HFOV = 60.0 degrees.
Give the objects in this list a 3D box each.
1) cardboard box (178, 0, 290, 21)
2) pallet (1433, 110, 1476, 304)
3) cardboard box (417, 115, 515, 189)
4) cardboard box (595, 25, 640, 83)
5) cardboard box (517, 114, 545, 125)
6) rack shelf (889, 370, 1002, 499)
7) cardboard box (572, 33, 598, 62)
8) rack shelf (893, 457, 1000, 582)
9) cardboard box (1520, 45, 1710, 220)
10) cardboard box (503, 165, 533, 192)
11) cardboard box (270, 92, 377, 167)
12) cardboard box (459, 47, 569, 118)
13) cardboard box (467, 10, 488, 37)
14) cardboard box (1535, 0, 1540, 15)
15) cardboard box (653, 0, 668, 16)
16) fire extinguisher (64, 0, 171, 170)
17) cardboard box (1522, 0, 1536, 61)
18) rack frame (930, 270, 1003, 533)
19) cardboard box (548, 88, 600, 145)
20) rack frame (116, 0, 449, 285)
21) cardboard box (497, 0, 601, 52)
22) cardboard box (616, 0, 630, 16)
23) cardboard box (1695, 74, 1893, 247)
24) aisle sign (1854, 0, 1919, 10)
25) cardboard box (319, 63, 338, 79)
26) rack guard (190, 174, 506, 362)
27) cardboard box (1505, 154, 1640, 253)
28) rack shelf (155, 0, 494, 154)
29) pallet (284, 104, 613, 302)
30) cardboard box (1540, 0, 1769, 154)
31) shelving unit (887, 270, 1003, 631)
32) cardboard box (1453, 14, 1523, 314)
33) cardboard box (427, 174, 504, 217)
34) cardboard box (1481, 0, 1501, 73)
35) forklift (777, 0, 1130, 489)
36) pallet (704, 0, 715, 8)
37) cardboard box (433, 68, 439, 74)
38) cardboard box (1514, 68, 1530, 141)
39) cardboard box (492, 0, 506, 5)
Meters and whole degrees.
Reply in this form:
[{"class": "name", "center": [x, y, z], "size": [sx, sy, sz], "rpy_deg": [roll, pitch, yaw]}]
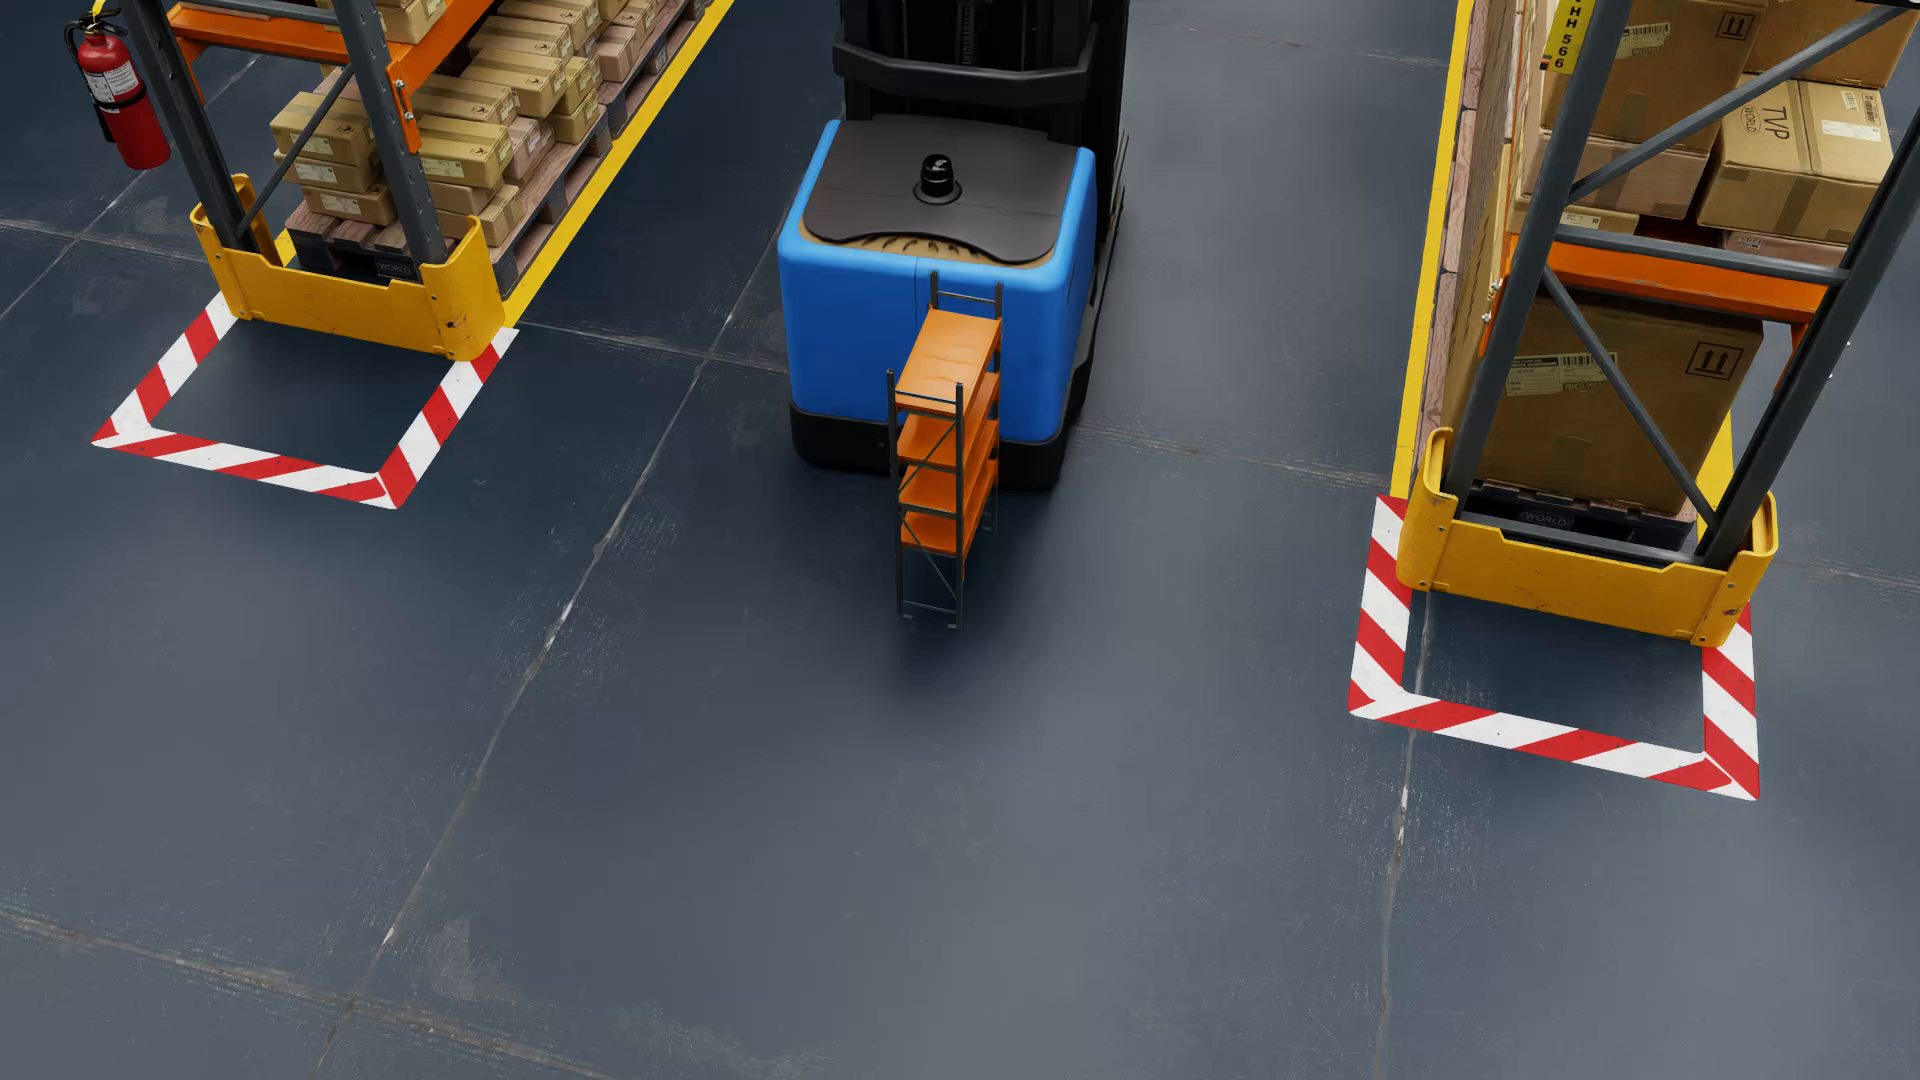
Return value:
[{"class": "cardboard box", "center": [-2.737, -2.114, 6.283], "size": [0.380, 0.149, 0.250], "rpy_deg": [12, 50, 10]}, {"class": "pallet", "center": [2.667, -1.404, 7.349], "size": [1.003, 0.211, 1.213], "rpy_deg": [12, 50, 10]}, {"class": "cardboard box", "center": [-2.084, -1.610, 6.895], "size": [0.380, 0.149, 0.250], "rpy_deg": [10, 49, 8]}, {"class": "cardboard box", "center": [-1.757, -2.333, 7.930], "size": [0.380, 0.149, 0.250], "rpy_deg": [9, 49, 8]}, {"class": "cardboard box", "center": [-2.059, -1.909, 7.357], "size": [0.380, 0.149, 0.250], "rpy_deg": [12, 50, 11]}, {"class": "rack shelf", "center": [-0.044, -0.381, 5.577], "size": [0.258, 0.148, 0.480], "rpy_deg": [12, 50, 10]}, {"class": "cardboard box", "center": [-1.908, -2.284, 7.688], "size": [0.380, 0.149, 0.250], "rpy_deg": [9, 49, 8]}, {"class": "rack shelf", "center": [-0.044, -0.101, 5.894], "size": [0.258, 0.148, 0.480], "rpy_deg": [12, 50, 10]}, {"class": "cardboard box", "center": [2.080, -1.305, 5.303], "size": [0.500, 0.250, 0.500], "rpy_deg": [11, 49, 9]}, {"class": "cardboard box", "center": [-2.113, -1.622, 7.303], "size": [0.380, 0.149, 0.250], "rpy_deg": [11, 50, 10]}, {"class": "cardboard box", "center": [-2.655, -1.731, 7.001], "size": [0.380, 0.149, 0.250], "rpy_deg": [12, 50, 10]}, {"class": "cardboard box", "center": [-1.938, -1.990, 7.230], "size": [0.380, 0.149, 0.250], "rpy_deg": [11, 50, 10]}, {"class": "cardboard box", "center": [-2.427, -2.391, 7.782], "size": [0.380, 0.149, 0.250], "rpy_deg": [12, 50, 11]}, {"class": "cardboard box", "center": [2.348, -2.040, 5.952], "size": [0.500, 0.250, 0.500], "rpy_deg": [10, 49, 9]}, {"class": "cardboard box", "center": [-1.677, -2.719, 8.271], "size": [0.380, 0.149, 0.250], "rpy_deg": [12, 50, 11]}, {"class": "fire extinguisher", "center": [-3.061, -1.665, 6.019], "size": [0.296, 0.674, 0.183], "rpy_deg": [12, 50, 10]}, {"class": "cardboard box", "center": [2.252, -1.832, 6.034], "size": [0.380, 0.149, 0.250], "rpy_deg": [11, 49, 9]}, {"class": "rack frame", "center": [0.021, -0.454, 5.850], "size": [0.240, 1.200, 0.015], "rpy_deg": [12, 50, 10]}, {"class": "cardboard box", "center": [-1.881, -1.967, 7.606], "size": [0.380, 0.149, 0.250], "rpy_deg": [12, 50, 10]}, {"class": "rack frame", "center": [-2.550, -1.905, 5.931], "size": [1.000, 3.000, 0.127], "rpy_deg": [12, 50, 10]}, {"class": "cardboard box", "center": [-1.870, -2.384, 7.578], "size": [0.380, 0.149, 0.250], "rpy_deg": [13, 50, 12]}, {"class": "cardboard box", "center": [-1.796, -2.682, 8.039], "size": [0.380, 0.149, 0.250], "rpy_deg": [14, 50, 12]}, {"class": "cardboard box", "center": [2.595, -1.196, 5.207], "size": [0.500, 0.250, 0.500], "rpy_deg": [10, 49, 9]}, {"class": "aisle sign", "center": [2.479, -1.603, 3.930], "size": [0.394, 0.787, 0.004], "rpy_deg": [12, 50, 10]}, {"class": "cardboard box", "center": [-2.588, -2.114, 7.339], "size": [0.380, 0.149, 0.250], "rpy_deg": [11, 49, 9]}, {"class": "rack guard", "center": [-2.530, -1.133, 6.917], "size": [1.175, 0.500, 0.348], "rpy_deg": [12, 50, 10]}, {"class": "cardboard box", "center": [1.985, -1.093, 5.382], "size": [0.380, 0.149, 0.250], "rpy_deg": [12, 50, 11]}, {"class": "rack shelf", "center": [-2.023, -3.114, 7.478], "size": [1.077, 0.370, 4.000], "rpy_deg": [12, 50, 10]}, {"class": "pallet", "center": [-2.282, -1.618, 7.537], "size": [1.003, 0.211, 1.213], "rpy_deg": [12, 50, 10]}, {"class": "cardboard box", "center": [2.083, -1.555, 5.023], "size": [0.500, 0.500, 0.500], "rpy_deg": [12, 50, 10]}, {"class": "shelving unit", "center": [-0.044, -0.277, 5.694], "size": [0.258, 1.200, 0.503], "rpy_deg": [12, 50, 10]}, {"class": "cardboard box", "center": [2.539, -1.426, 6.645], "size": [0.875, 0.875, 0.875], "rpy_deg": [12, 50, 10]}, {"class": "cardboard box", "center": [-2.164, -1.528, 7.021], "size": [0.380, 0.149, 0.250], "rpy_deg": [13, 50, 12]}, {"class": "cardboard box", "center": [3.011, -2.721, 7.788], "size": [0.875, 0.875, 0.875], "rpy_deg": [12, 50, 10]}, {"class": "forklift", "center": [0.131, -2.291, 6.317], "size": [1.130, 2.935, 3.031], "rpy_deg": [8, 49, 7]}, {"class": "pallet", "center": [-1.640, -3.383, 9.095], "size": [1.003, 0.211, 1.213], "rpy_deg": [12, 50, 10]}, {"class": "cardboard box", "center": [-2.551, -2.014, 7.450], "size": [0.380, 0.149, 0.250], "rpy_deg": [10, 49, 8]}, {"class": "cardboard box", "center": [2.119, -1.464, 5.709], "size": [0.380, 0.149, 0.250], "rpy_deg": [12, 50, 10]}, {"class": "cardboard box", "center": [-2.265, -2.662, 7.824], "size": [0.380, 0.149, 0.250], "rpy_deg": [10, 49, 9]}]
